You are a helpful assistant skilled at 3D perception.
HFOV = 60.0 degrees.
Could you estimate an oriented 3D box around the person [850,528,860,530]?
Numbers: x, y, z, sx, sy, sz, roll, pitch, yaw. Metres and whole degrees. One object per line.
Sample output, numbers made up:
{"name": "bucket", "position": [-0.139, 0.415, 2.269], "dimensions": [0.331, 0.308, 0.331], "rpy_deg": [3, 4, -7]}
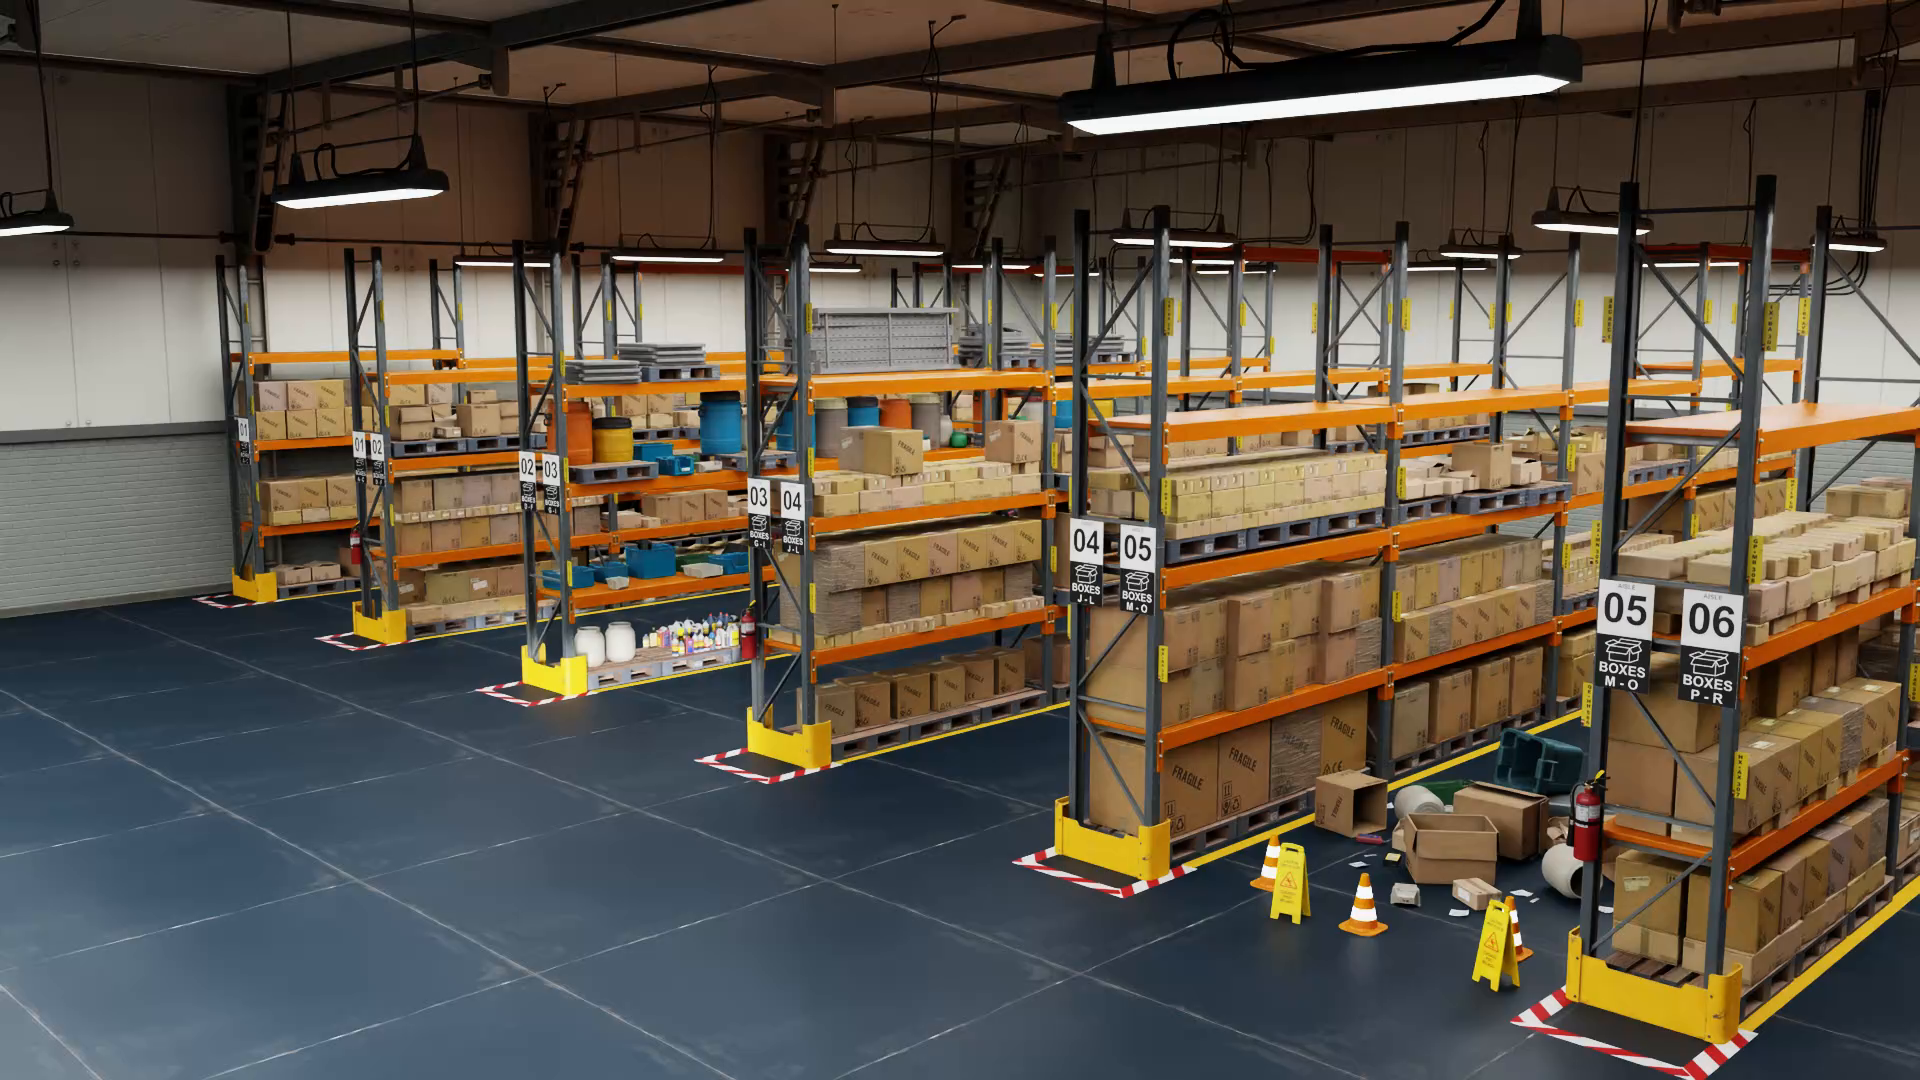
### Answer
{"name": "person", "position": [-1.881, -0.248, 30.707], "dimensions": [0.666, 1.603, 1.080], "rpy_deg": [7, 11, 42]}
